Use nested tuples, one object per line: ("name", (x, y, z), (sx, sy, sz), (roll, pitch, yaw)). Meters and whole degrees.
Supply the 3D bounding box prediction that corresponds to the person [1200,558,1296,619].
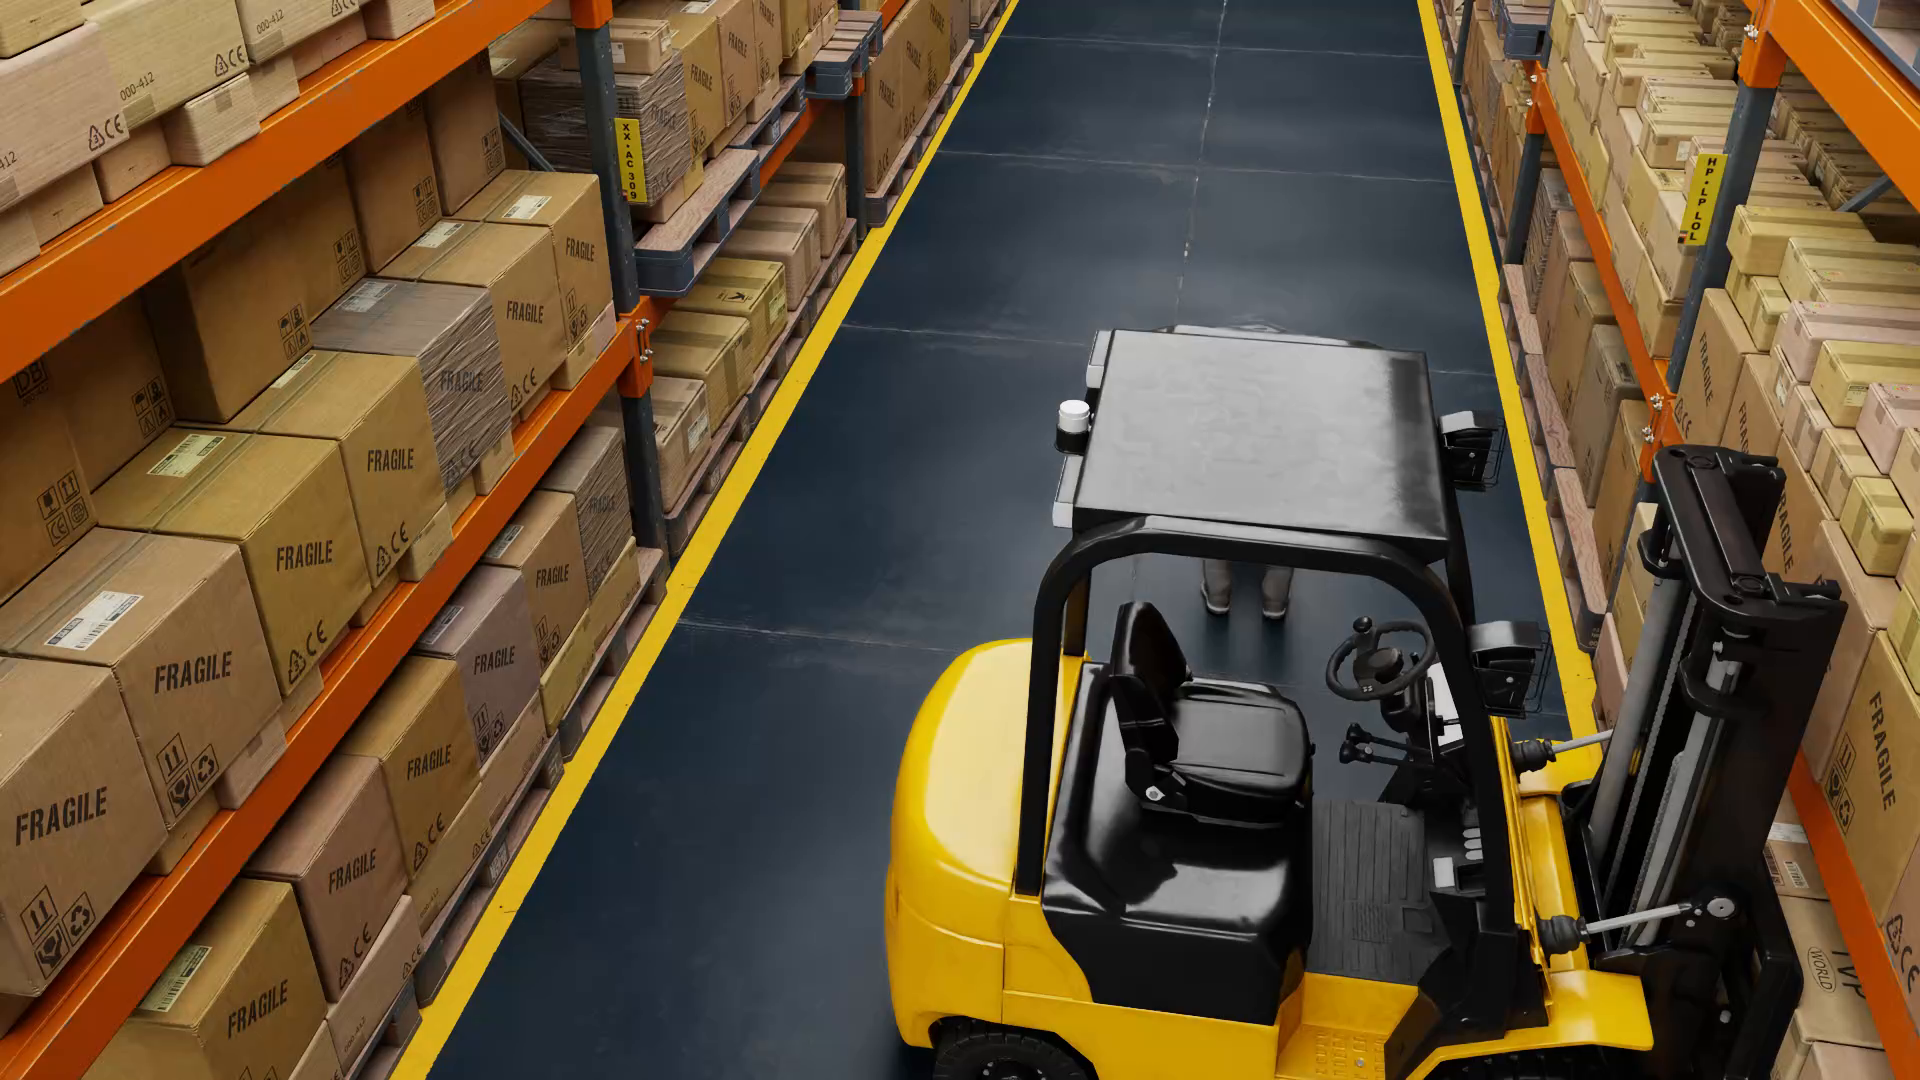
("person", (1.249, -0.204, 7.138), (0.506, 0.943, 0.850), (5, 33, 8))
